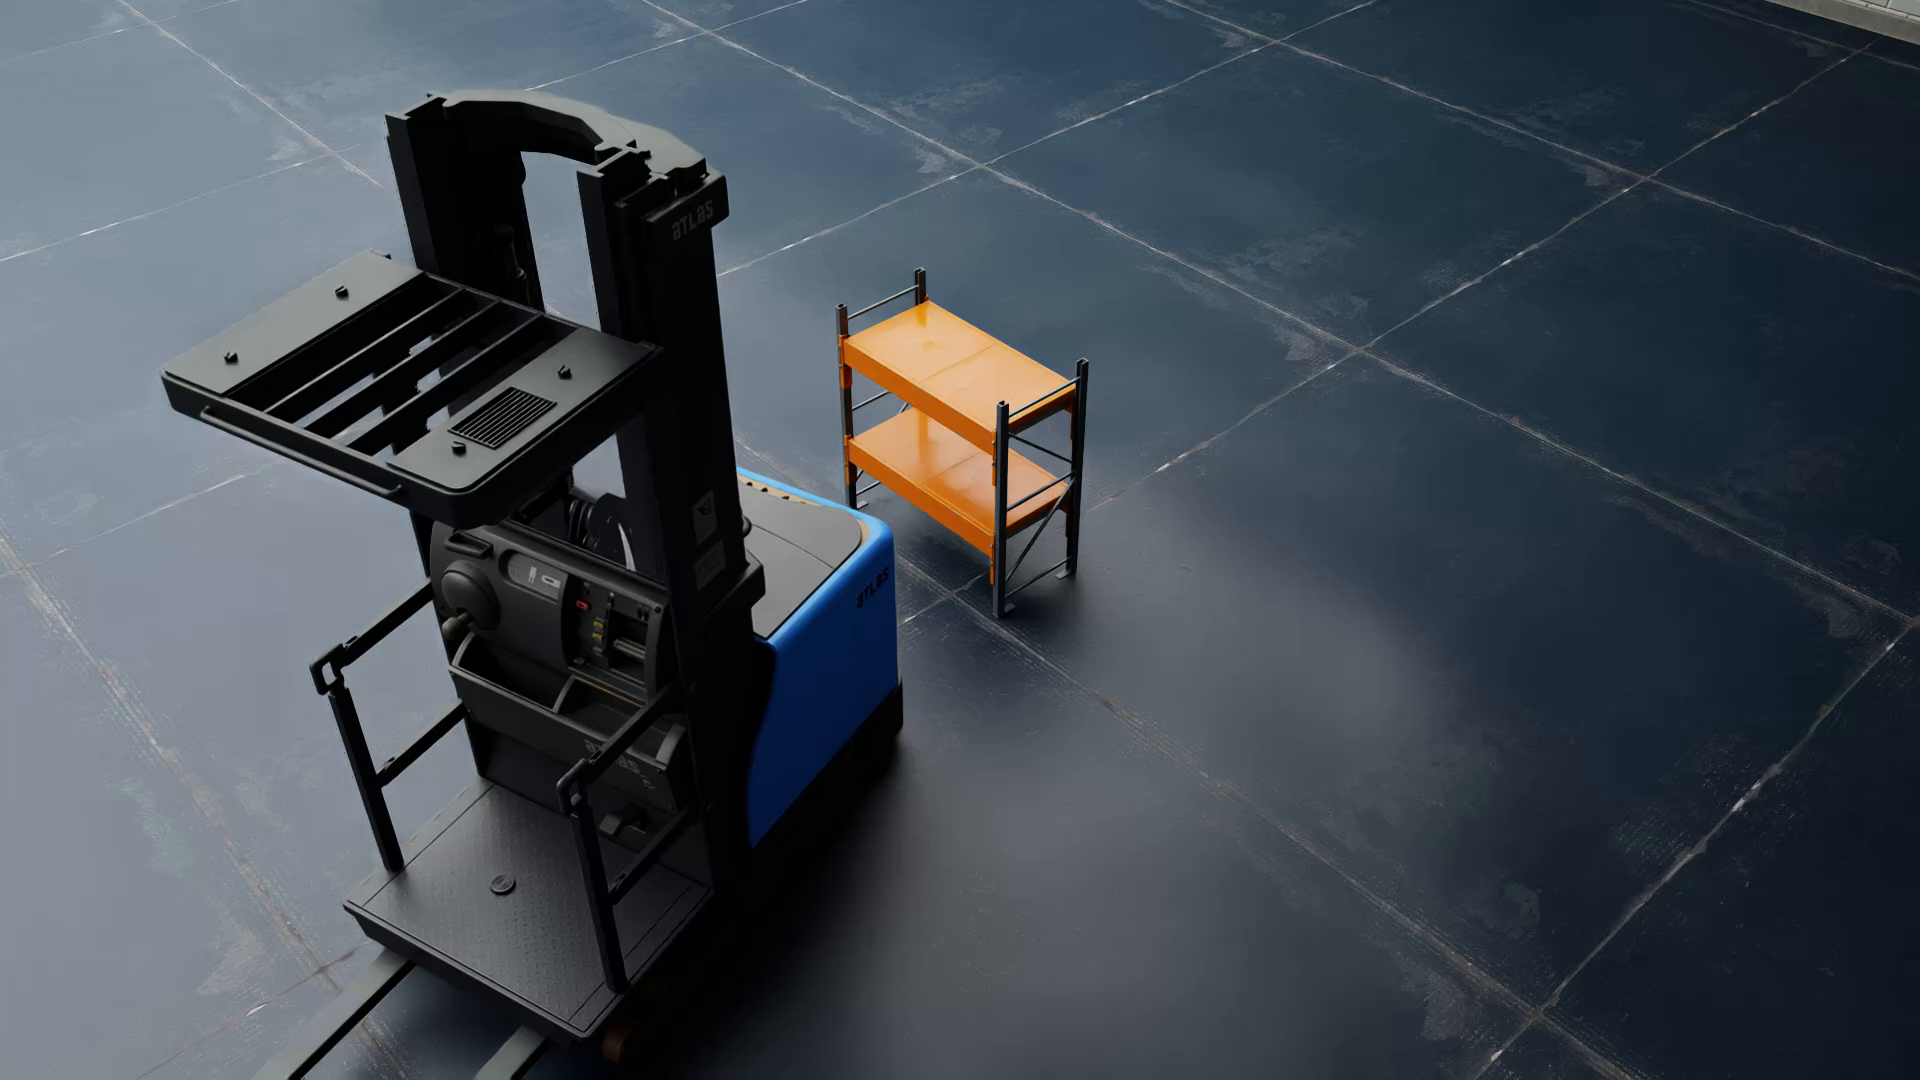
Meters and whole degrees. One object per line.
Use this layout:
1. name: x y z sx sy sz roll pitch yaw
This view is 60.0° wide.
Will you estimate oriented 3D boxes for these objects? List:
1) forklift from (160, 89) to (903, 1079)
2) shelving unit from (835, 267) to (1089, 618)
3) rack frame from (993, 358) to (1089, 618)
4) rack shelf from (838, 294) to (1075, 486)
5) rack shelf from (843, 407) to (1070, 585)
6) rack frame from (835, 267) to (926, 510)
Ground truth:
1. forklift: -1.405 0.282 5.069 1.130 2.935 3.031 20 43 23
2. shelving unit: -0.005 -0.441 7.400 0.538 1.125 1.048 -30 48 -32
3. rack frame: 0.339 -0.205 7.109 0.500 1.125 0.032 -30 48 -32
4. rack shelf: -0.005 -0.668 7.217 0.538 0.278 1.000 -30 48 -32
5. rack shelf: -0.005 -0.251 7.554 0.538 0.278 1.000 -30 48 -32
6. rack frame: -0.348 -0.676 7.692 0.500 1.125 0.032 -30 48 -32
